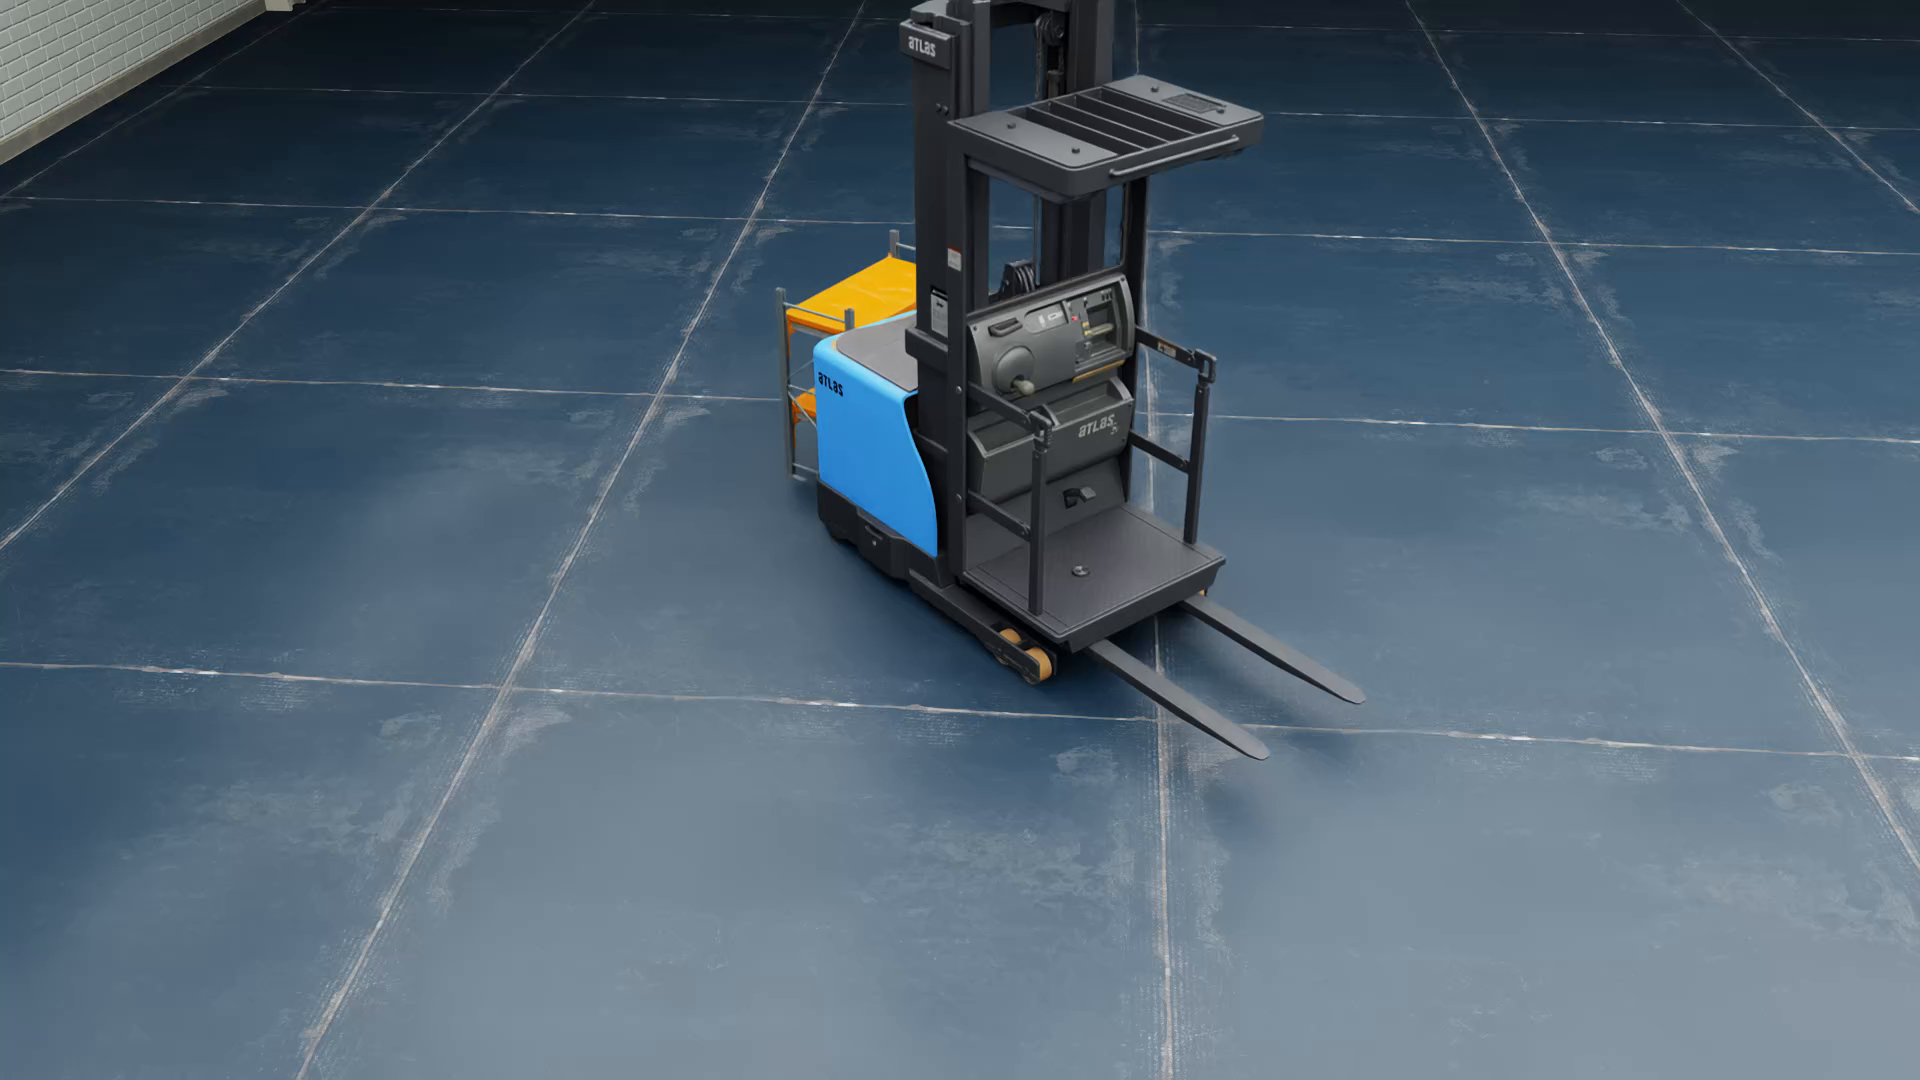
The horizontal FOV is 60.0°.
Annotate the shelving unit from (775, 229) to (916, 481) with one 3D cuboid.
[{"bbox_3d":[-0.471,-0.993,9.289,0.538,1.125,1.048,20,37,29],"label":"shelving unit"}]

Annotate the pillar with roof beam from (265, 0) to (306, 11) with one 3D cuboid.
[{"bbox_3d":[-3.125,-9.511,15.606,9.100,9.000,0.400,2,32,4],"label":"pillar with roof beam"}]

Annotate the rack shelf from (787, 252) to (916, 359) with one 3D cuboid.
[{"bbox_3d":[-0.471,-1.242,9.135,0.538,0.278,1.000,20,37,29],"label":"rack shelf"}]

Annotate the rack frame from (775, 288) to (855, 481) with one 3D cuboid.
[{"bbox_3d":[-0.756,-0.772,8.931,0.500,1.125,0.032,20,37,29],"label":"rack frame"}]

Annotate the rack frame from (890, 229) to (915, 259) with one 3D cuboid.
[{"bbox_3d":[-0.185,-1.213,9.647,0.500,1.125,0.032,20,37,29],"label":"rack frame"}]

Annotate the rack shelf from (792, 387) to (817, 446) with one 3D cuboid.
[{"bbox_3d":[-0.471,-0.785,9.417,0.538,0.278,1.000,20,37,29],"label":"rack shelf"}]

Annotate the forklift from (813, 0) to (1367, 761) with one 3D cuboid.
[{"bbox_3d":[0.560,-0.880,7.384,1.130,2.935,3.031,-23,38,-32],"label":"forklift"}]
